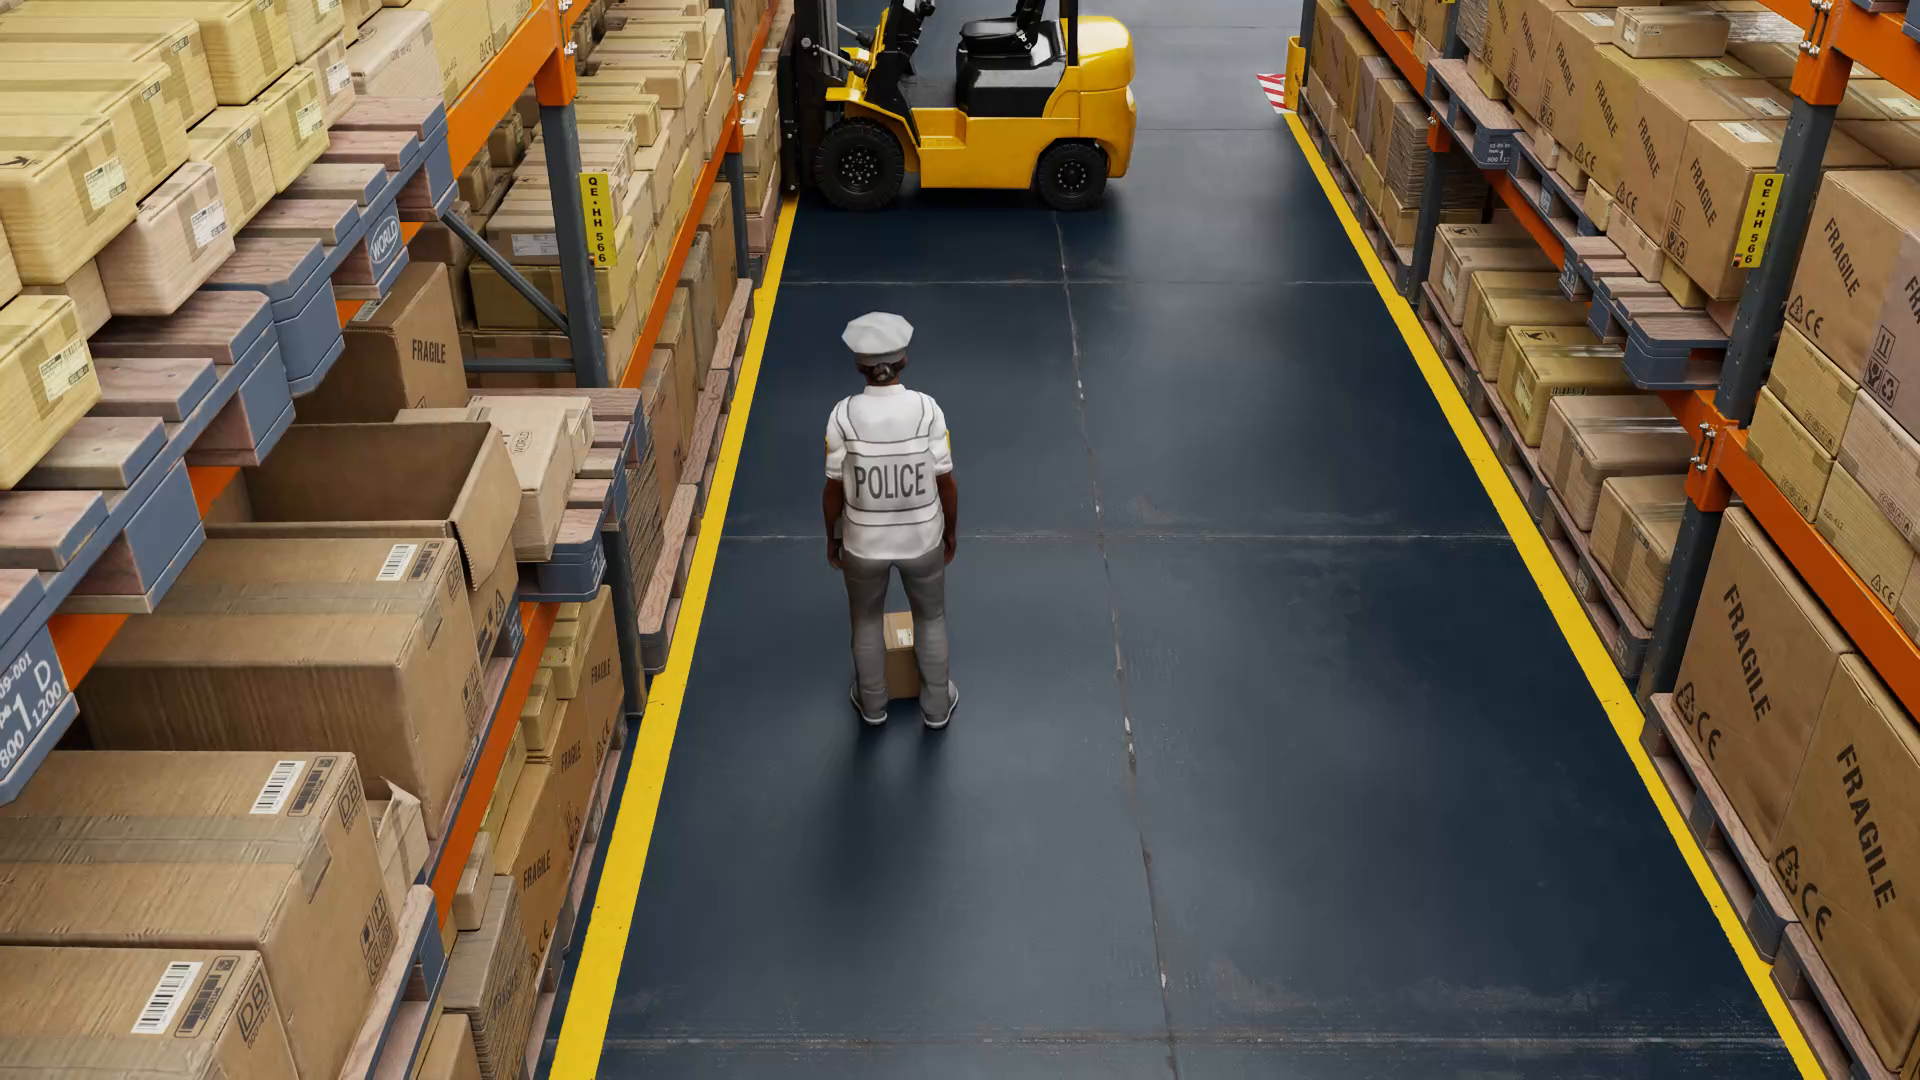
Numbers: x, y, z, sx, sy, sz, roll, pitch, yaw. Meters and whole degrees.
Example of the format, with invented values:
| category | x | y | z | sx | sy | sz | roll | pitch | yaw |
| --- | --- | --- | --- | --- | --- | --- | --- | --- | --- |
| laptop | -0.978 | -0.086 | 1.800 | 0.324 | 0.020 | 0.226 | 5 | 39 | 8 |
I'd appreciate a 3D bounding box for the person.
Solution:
| category | x | y | z | sx | sy | sz | roll | pitch | yaw |
| --- | --- | --- | --- | --- | --- | --- | --- | --- | --- |
| person | -0.250 | -0.015 | 6.162 | 0.503 | 1.656 | 0.421 | -3 | 32 | -5 |
